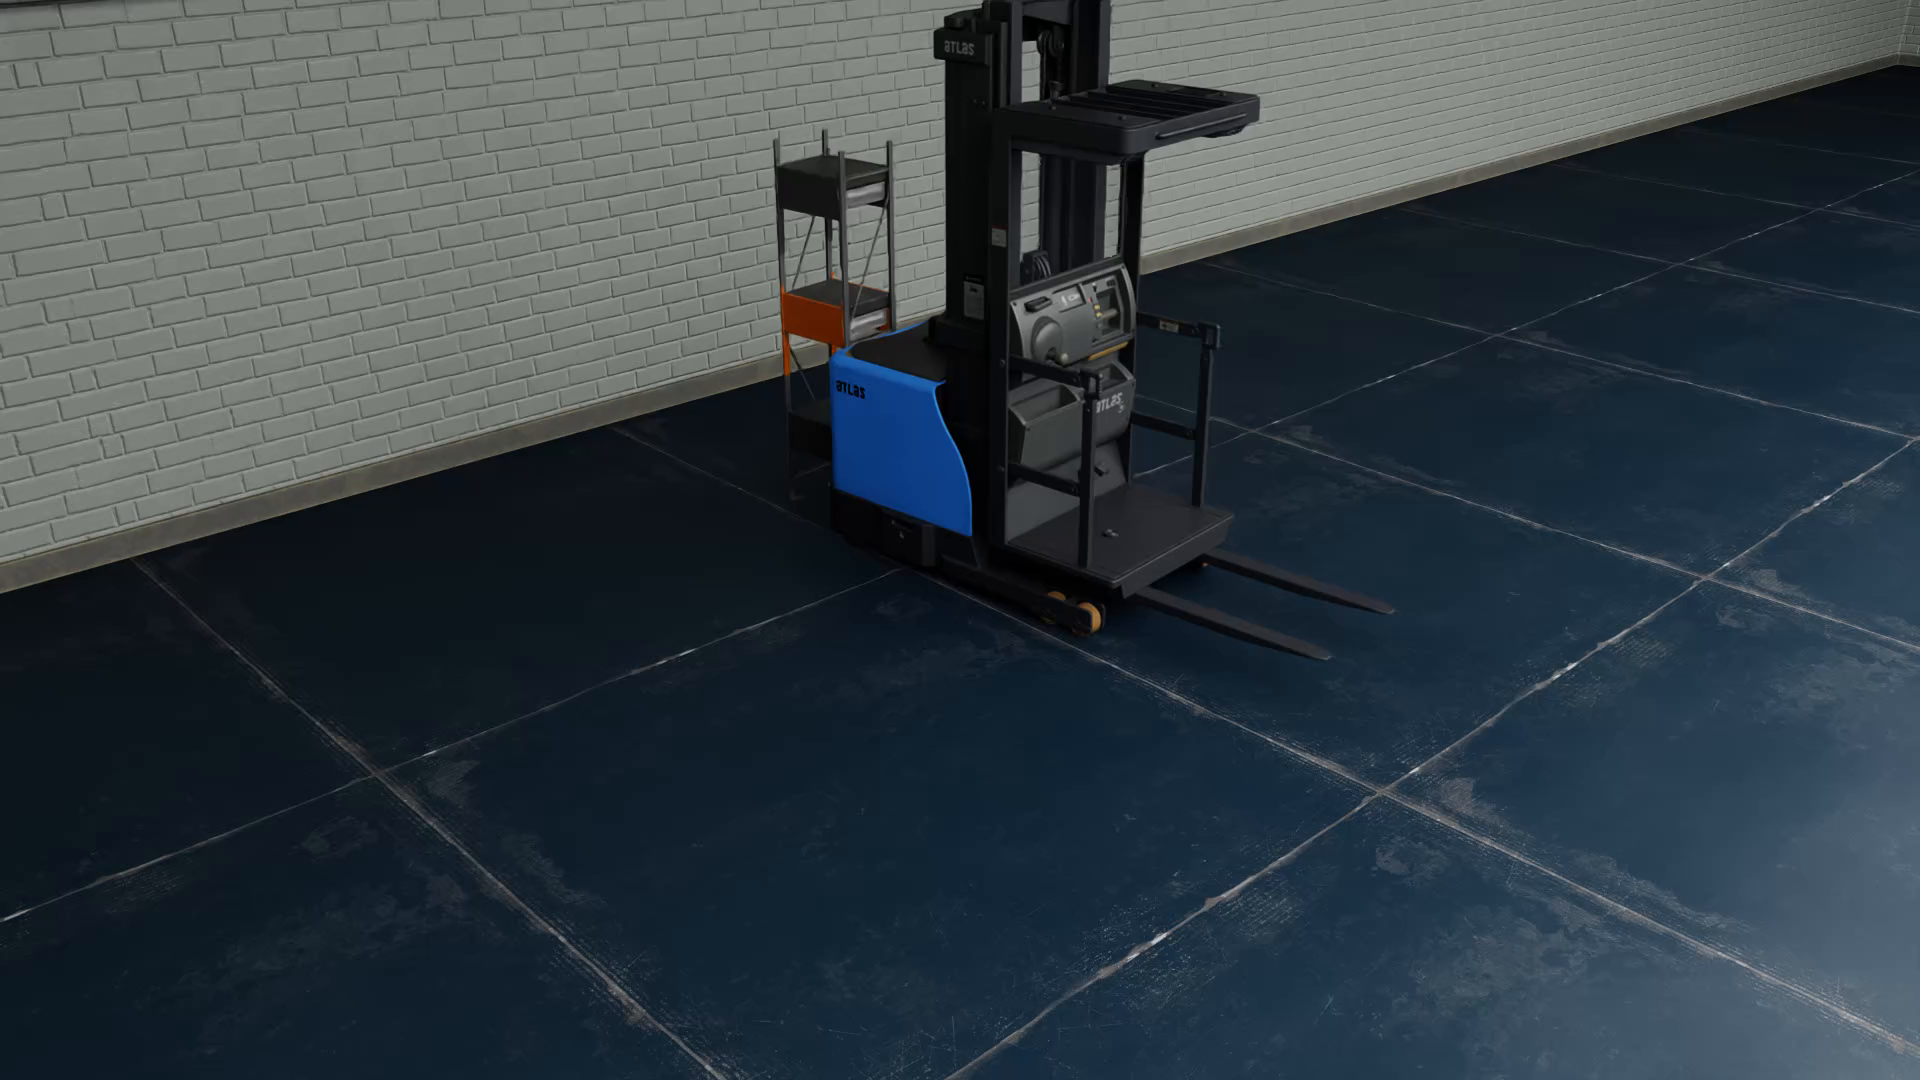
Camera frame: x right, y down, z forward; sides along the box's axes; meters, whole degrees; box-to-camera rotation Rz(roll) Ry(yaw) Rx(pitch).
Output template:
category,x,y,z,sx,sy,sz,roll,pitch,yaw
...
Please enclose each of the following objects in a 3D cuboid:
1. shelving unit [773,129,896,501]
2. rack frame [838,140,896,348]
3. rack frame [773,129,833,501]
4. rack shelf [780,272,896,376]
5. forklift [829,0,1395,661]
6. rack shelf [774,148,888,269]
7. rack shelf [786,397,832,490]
category,x,y,z,sx,sy,sz,roll,pitch,yaw
shelving unit,-0.679,-1.179,9.305,0.503,2.100,0.431,20,31,37
rack frame,-0.495,-1.113,9.160,0.015,2.100,0.400,20,31,37
rack frame,-0.864,-1.246,9.451,0.015,2.100,0.400,20,31,37
rack shelf,-0.679,-1.167,9.311,0.480,0.518,0.431,20,31,37
forklift,0.729,-1.104,8.138,3.031,2.935,1.130,20,31,37
rack shelf,-0.679,-1.804,9.020,0.480,0.518,0.431,20,31,37
rack shelf,-0.679,-0.530,9.601,0.480,0.518,0.431,20,31,37
